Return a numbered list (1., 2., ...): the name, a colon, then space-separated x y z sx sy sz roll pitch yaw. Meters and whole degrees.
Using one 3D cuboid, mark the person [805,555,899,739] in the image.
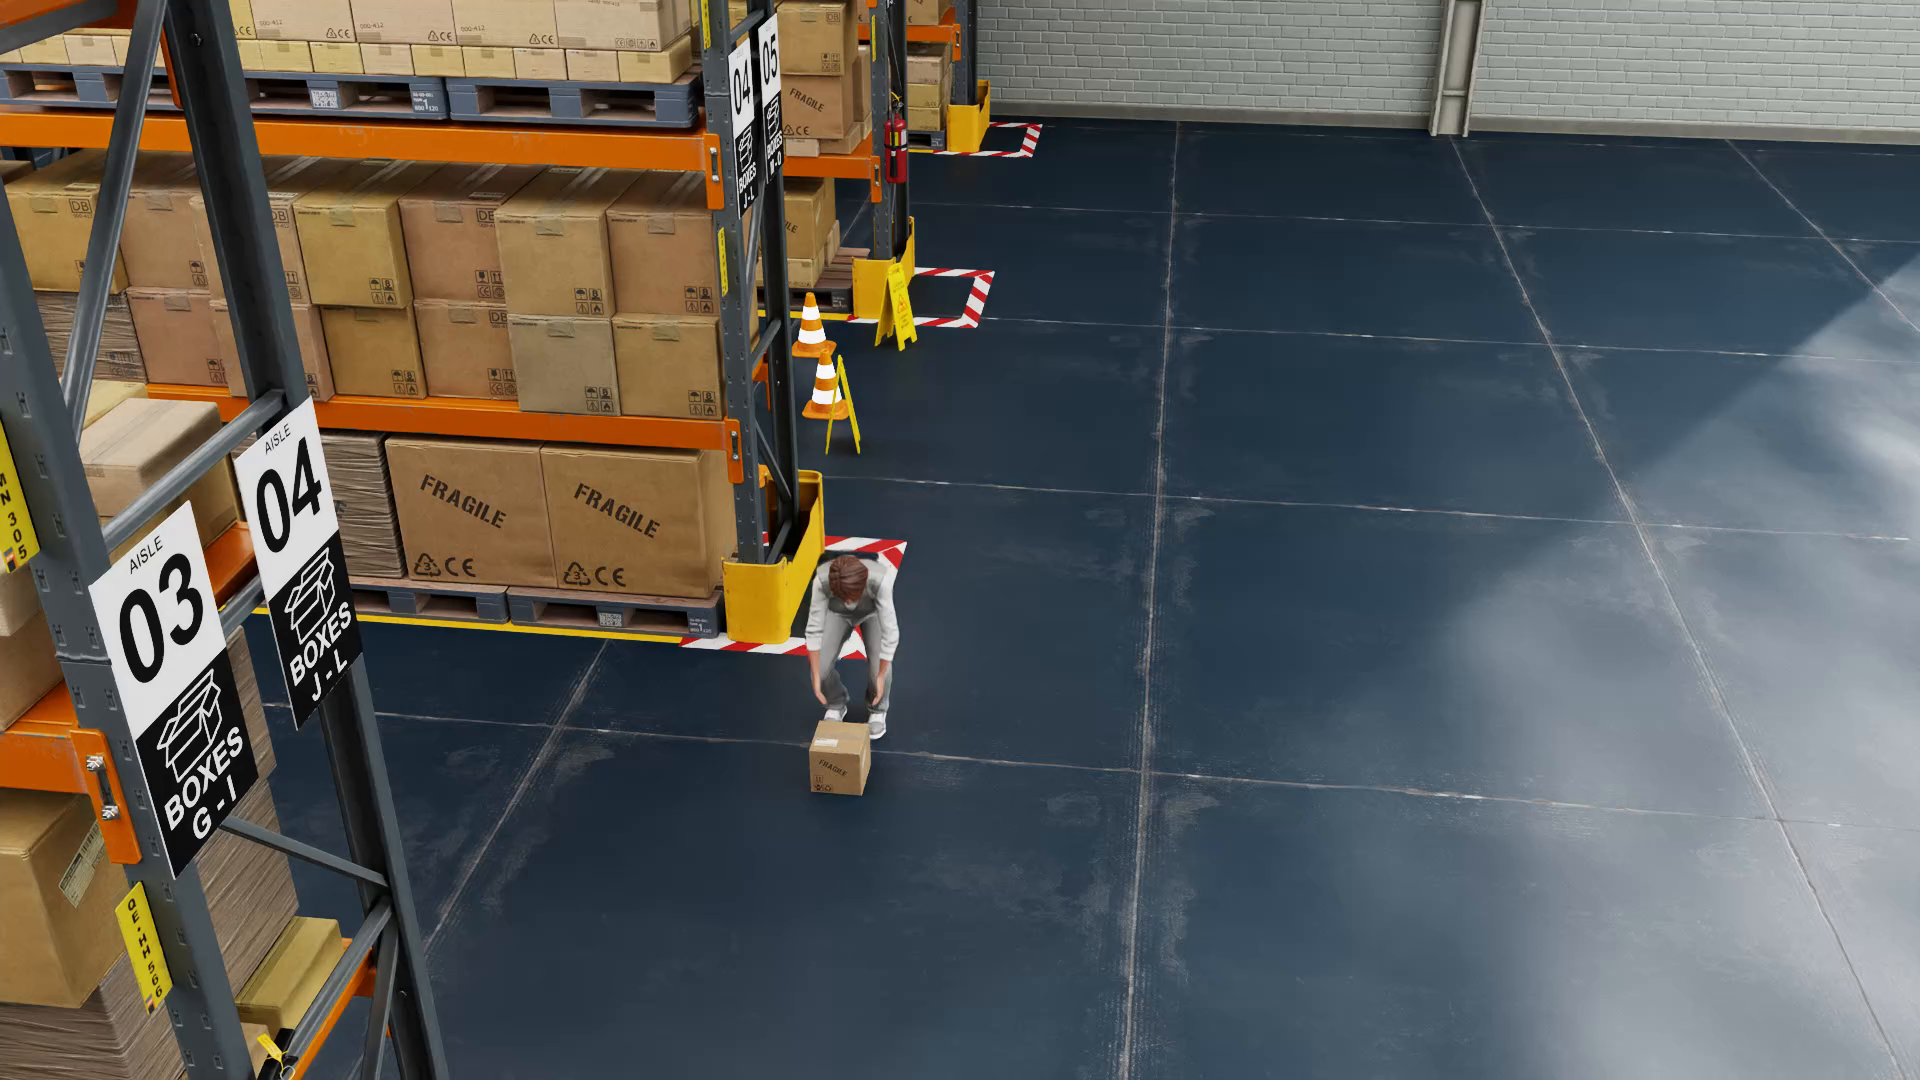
1. person: -0.508 0.475 8.231 0.464 1.158 0.725 3 29 6
